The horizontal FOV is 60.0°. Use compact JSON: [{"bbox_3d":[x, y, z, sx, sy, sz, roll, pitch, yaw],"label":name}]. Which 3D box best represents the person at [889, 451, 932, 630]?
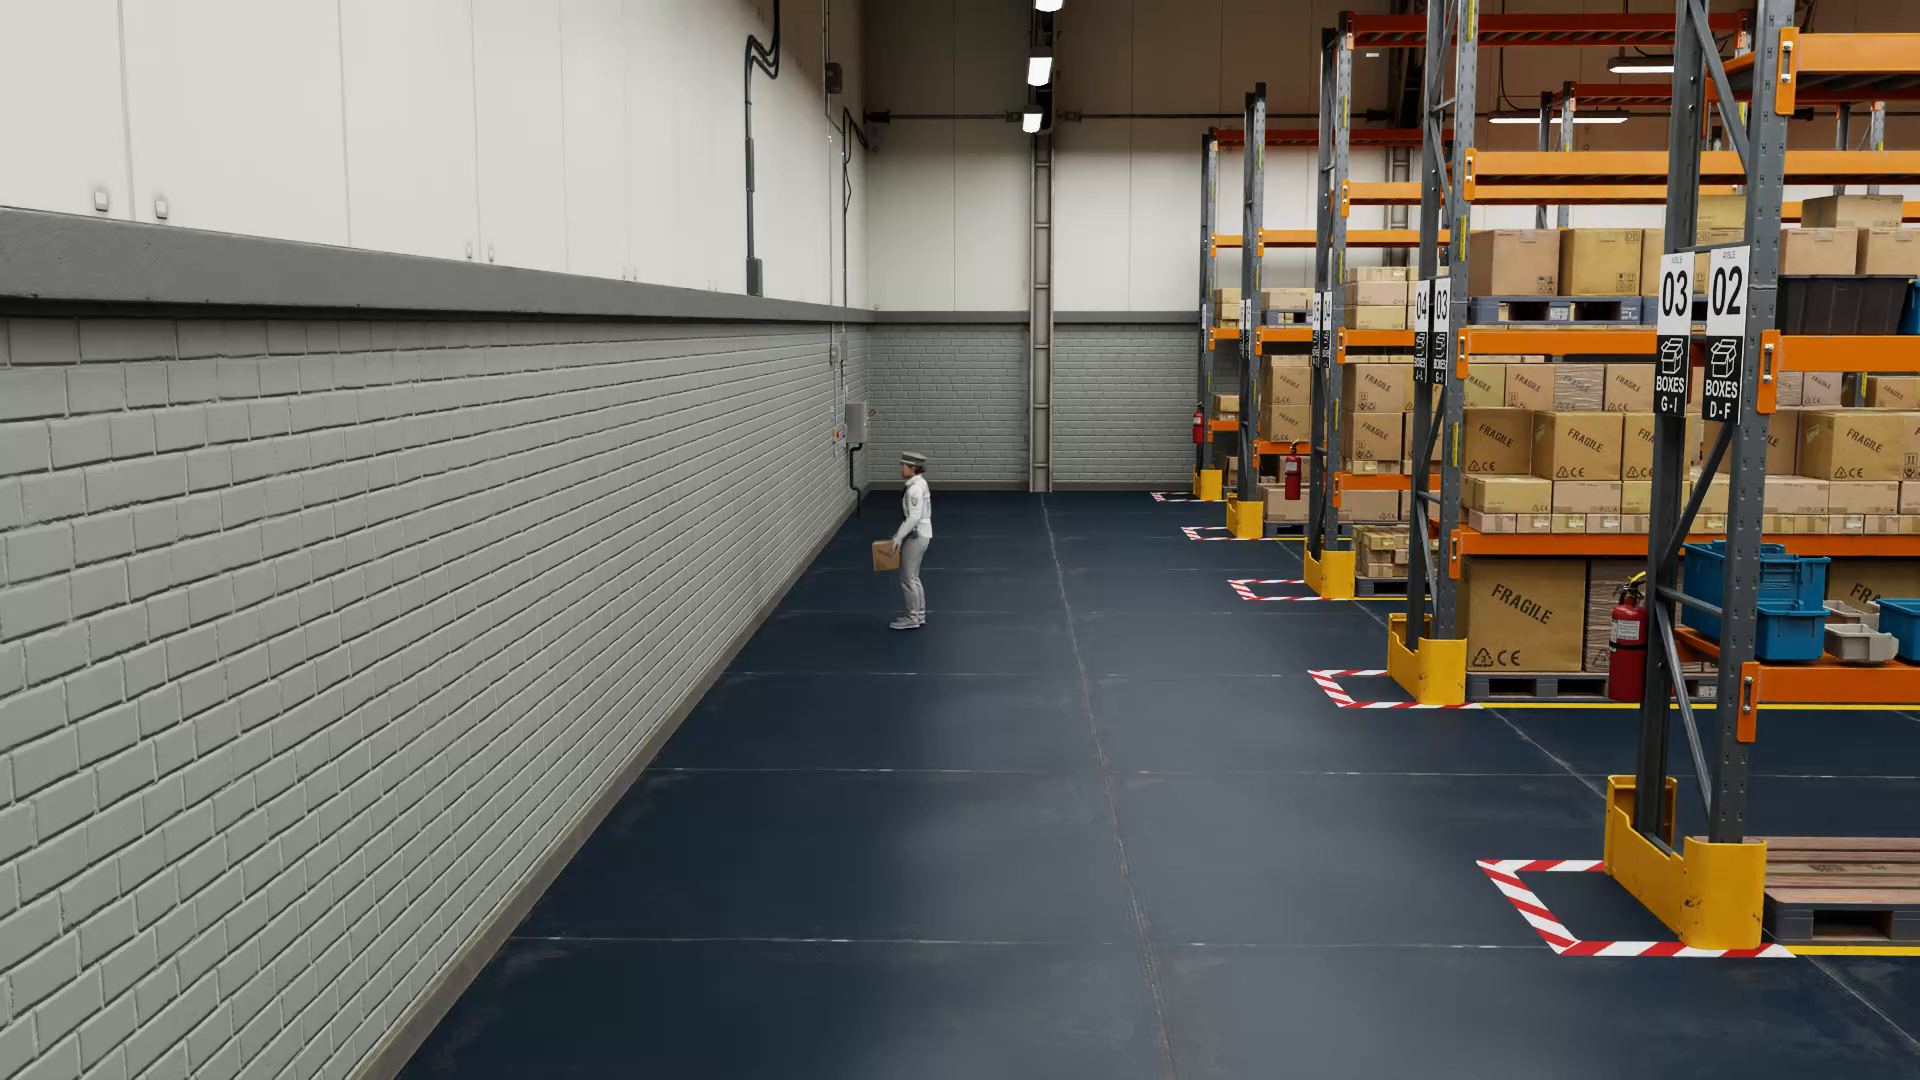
[{"bbox_3d":[-0.467,-0.004,15.730,0.410,1.680,0.502,0,7,0],"label":"person"}]
